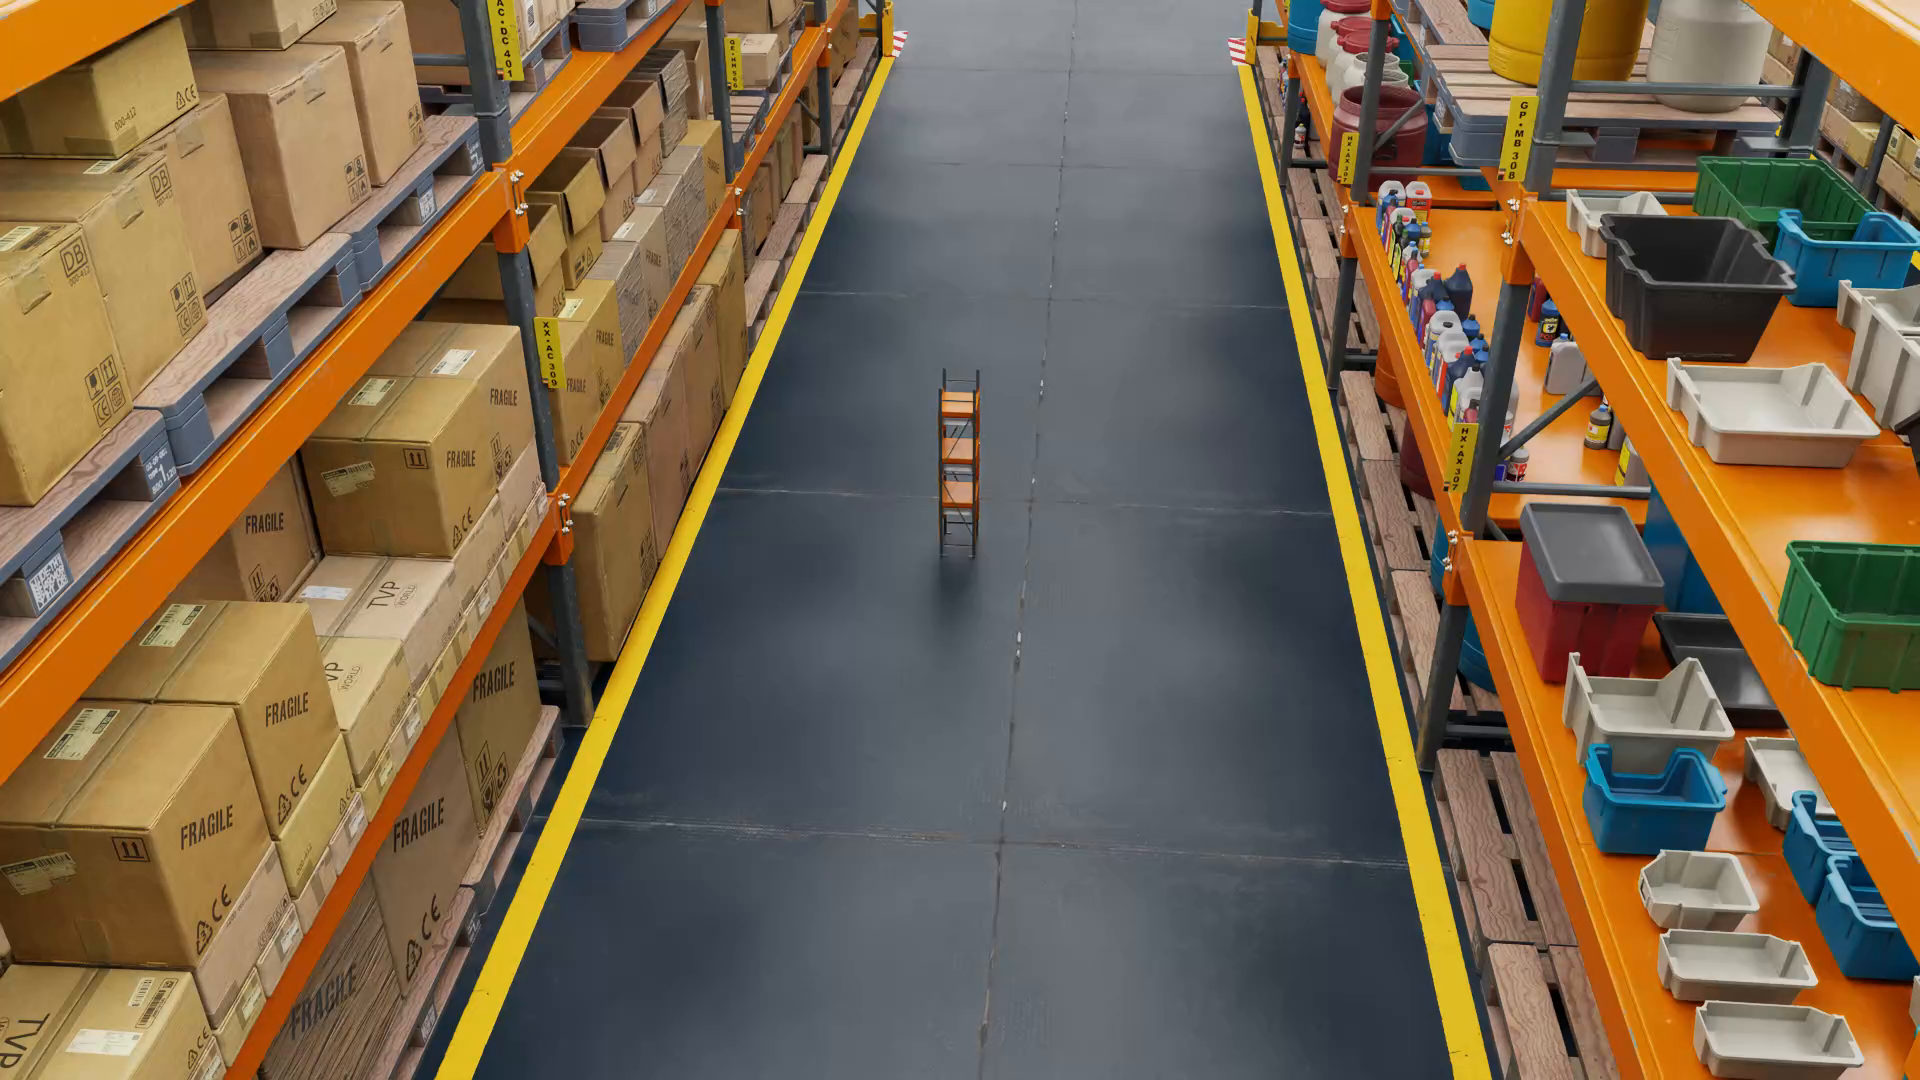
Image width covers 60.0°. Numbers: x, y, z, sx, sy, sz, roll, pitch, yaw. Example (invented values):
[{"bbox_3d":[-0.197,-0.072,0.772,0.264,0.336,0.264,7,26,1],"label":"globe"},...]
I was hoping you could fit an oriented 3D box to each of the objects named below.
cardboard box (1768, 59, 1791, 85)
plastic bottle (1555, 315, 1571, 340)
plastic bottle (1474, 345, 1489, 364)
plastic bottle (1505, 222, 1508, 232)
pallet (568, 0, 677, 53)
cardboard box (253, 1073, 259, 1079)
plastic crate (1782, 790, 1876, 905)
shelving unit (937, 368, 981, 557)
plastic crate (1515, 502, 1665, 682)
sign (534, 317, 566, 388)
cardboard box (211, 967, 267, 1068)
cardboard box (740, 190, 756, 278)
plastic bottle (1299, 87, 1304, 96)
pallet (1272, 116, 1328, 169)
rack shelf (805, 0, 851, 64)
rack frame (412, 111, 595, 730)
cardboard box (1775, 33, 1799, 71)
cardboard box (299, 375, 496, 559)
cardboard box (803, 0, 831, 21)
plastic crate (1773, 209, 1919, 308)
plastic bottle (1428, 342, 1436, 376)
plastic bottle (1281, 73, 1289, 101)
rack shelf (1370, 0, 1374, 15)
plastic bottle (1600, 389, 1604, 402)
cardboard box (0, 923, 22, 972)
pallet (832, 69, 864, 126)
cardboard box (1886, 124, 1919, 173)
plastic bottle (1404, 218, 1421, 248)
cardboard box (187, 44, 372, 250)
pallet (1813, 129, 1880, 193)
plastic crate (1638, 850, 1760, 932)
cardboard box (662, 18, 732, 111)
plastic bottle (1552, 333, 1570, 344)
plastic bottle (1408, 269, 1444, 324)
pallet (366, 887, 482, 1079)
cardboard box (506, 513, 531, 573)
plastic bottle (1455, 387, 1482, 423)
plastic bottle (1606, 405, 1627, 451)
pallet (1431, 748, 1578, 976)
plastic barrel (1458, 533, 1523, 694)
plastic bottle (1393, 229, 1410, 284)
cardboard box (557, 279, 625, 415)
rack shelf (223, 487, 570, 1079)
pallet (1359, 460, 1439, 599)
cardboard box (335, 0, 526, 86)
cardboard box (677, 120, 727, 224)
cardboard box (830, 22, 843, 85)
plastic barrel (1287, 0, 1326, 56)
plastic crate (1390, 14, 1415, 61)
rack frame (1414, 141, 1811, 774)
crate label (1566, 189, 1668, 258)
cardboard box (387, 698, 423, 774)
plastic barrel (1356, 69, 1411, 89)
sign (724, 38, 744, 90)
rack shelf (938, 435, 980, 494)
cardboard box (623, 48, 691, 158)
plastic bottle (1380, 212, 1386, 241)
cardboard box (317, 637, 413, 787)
[{"bbox_3d":[8.215,-4.477,16.156,0.500,0.250,0.500,2,32,4],"label":"cardboard box"},{"bbox_3d":[3.189,-1.196,8.660,0.144,0.351,0.185,2,32,4],"label":"plastic bottle"},{"bbox_3d":[2.551,-0.825,8.133,0.097,0.271,0.097,0,32,0],"label":"plastic bottle"},{"bbox_3d":[3.335,-1.919,9.974,0.097,0.201,0.097,0,32,0],"label":"plastic bottle"},{"bbox_3d":[-2.054,-2.777,8.498,1.003,0.211,1.213,4,32,6],"label":"pallet"},{"bbox_3d":[-2.645,2.067,4.943,0.875,0.875,0.875,2,32,4],"label":"cardboard box"},{"bbox_3d":[2.799,0.976,5.190,0.416,0.233,0.300,2,32,4],"label":"plastic crate"},{"bbox_3d":[-0.004,-0.419,9.209,0.215,1.050,0.252,2,32,4],"label":"shelving unit"},{"bbox_3d":[2.322,0.202,6.225,0.402,0.464,0.583,2,32,4],"label":"plastic crate"},{"bbox_3d":[-1.739,-0.792,7.056,0.100,0.325,0.005,2,32,4],"label":"sign"},{"bbox_3d":[-2.220,1.346,4.726,0.380,0.149,0.250,2,32,3],"label":"cardboard box"},{"bbox_3d":[-1.899,-2.269,12.316,0.700,0.500,0.500,0,32,0],"label":"cardboard box"},{"bbox_3d":[3.103,-4.062,15.368,0.144,0.351,0.185,2,32,4],"label":"plastic bottle"},{"bbox_3d":[3.392,-3.547,15.084,1.003,0.211,1.213,2,32,4],"label":"pallet"},{"bbox_3d":[-1.478,-5.335,16.014,1.077,0.370,4.000,2,32,4],"label":"rack shelf"},{"bbox_3d":[-2.292,-0.413,7.341,1.000,3.000,0.127,2,32,4],"label":"rack frame"},{"bbox_3d":[8.226,-4.795,15.958,0.500,0.500,0.500,2,32,4],"label":"cardboard box"},{"bbox_3d":[-2.108,-0.281,6.272,0.500,0.500,0.500,3,32,4],"label":"cardboard box"},{"bbox_3d":[-1.323,-4.588,14.356,0.380,0.149,0.250,2,32,4],"label":"cardboard box"},{"bbox_3d":[2.889,-0.917,5.460,0.416,0.233,0.300,2,32,4],"label":"plastic crate"},{"bbox_3d":[2.418,-0.923,8.359,0.097,0.201,0.097,0,32,0],"label":"plastic bottle"},{"bbox_3d":[3.127,-4.335,15.887,0.097,0.271,0.097,0,32,0],"label":"plastic bottle"},{"bbox_3d":[3.133,-4.309,11.490,1.077,0.370,4.000,2,32,4],"label":"rack shelf"},{"bbox_3d":[3.172,-0.789,8.063,0.061,0.283,0.133,2,32,4],"label":"plastic bottle"},{"bbox_3d":[-2.801,1.086,4.768,0.500,0.250,0.500,2,32,3],"label":"cardboard box"},{"bbox_3d":[-1.525,-4.401,16.471,1.003,0.211,1.213,2,32,4],"label":"pallet"},{"bbox_3d":[7.951,-3.212,13.570,0.500,0.311,0.500,3,32,4],"label":"cardboard box"},{"bbox_3d":[2.599,-1.721,9.587,0.097,0.271,0.097,0,32,0],"label":"plastic bottle"},{"bbox_3d":[-2.344,-1.261,5.267,0.700,0.500,0.500,4,32,6],"label":"cardboard box"},{"bbox_3d":[8.339,-3.398,14.842,1.003,0.211,1.213,2,32,4],"label":"pallet"},{"bbox_3d":[2.247,1.090,5.097,0.298,0.136,0.250,2,32,4],"label":"plastic crate"},{"bbox_3d":[-2.016,-3.306,11.540,0.700,0.500,0.500,7,32,11],"label":"cardboard box"},{"bbox_3d":[3.030,-0.943,8.391,0.097,0.201,0.097,0,32,0],"label":"plastic bottle"},{"bbox_3d":[2.500,-1.302,8.902,0.152,0.276,0.135,2,32,4],"label":"plastic bottle"},{"bbox_3d":[-2.529,1.809,6.395,1.003,0.211,1.213,2,32,4],"label":"pallet"},{"bbox_3d":[-2.011,0.003,6.906,0.380,0.149,0.250,3,32,5],"label":"cardboard box"},{"bbox_3d":[2.384,-0.559,7.697,0.152,0.276,0.135,2,32,4],"label":"plastic bottle"},{"bbox_3d":[3.092,-0.565,7.707,0.152,0.276,0.135,2,32,4],"label":"plastic bottle"},{"bbox_3d":[2.623,1.372,7.102,1.003,0.211,1.213,2,32,4],"label":"pallet"},{"bbox_3d":[2.706,0.230,7.898,0.600,0.901,0.708,2,32,4],"label":"plastic barrel"},{"bbox_3d":[2.500,-1.600,9.378,0.061,0.283,0.133,2,32,4],"label":"plastic bottle"},{"bbox_3d":[-1.965,-0.948,8.114,0.500,0.500,0.500,3,32,4],"label":"cardboard box"},{"bbox_3d":[-2.455,0.939,5.832,1.077,0.370,4.000,2,32,4],"label":"rack shelf"},{"bbox_3d":[2.846,-0.055,9.419,1.003,0.211,1.213,2,32,4],"label":"pallet"},{"bbox_3d":[-2.255,-2.215,6.910,0.700,0.500,0.500,3,32,5],"label":"cardboard box"},{"bbox_3d":[-1.760,-2.278,10.273,0.500,0.500,0.500,3,32,5],"label":"cardboard box"},{"bbox_3d":[-1.467,-4.836,16.500,0.500,0.500,0.500,5,32,9],"label":"cardboard box"},{"bbox_3d":[2.962,-4.409,13.347,0.600,0.901,0.708,2,32,4],"label":"plastic barrel"},{"bbox_3d":[3.516,-3.787,12.832,0.392,0.384,0.575,2,32,4],"label":"plastic crate"},{"bbox_3d":[2.644,-0.201,6.997,1.000,3.000,0.127,2,32,4],"label":"rack frame"},{"bbox_3d":[2.317,-1.122,5.884,0.293,0.136,0.466,2,32,4],"label":"crate label"},{"bbox_3d":[-2.116,0.673,5.819,0.380,0.149,0.250,3,32,5],"label":"cardboard box"},{"bbox_3d":[2.841,-2.887,11.250,0.421,0.512,0.421,0,32,0],"label":"plastic barrel"},{"bbox_3d":[-1.413,-2.975,10.395,0.100,0.325,0.005,2,32,4],"label":"sign"},{"bbox_3d":[-0.004,-0.410,9.215,0.215,0.259,0.240,2,32,4],"label":"rack shelf"},{"bbox_3d":[-2.042,-2.592,9.826,0.797,0.503,0.637,3,32,6],"label":"cardboard box"},{"bbox_3d":[2.568,-1.885,9.920,0.097,0.201,0.097,0,32,0],"label":"plastic bottle"},{"bbox_3d":[-2.192,0.569,5.607,0.500,0.250,0.500,2,32,3],"label":"cardboard box"}]
